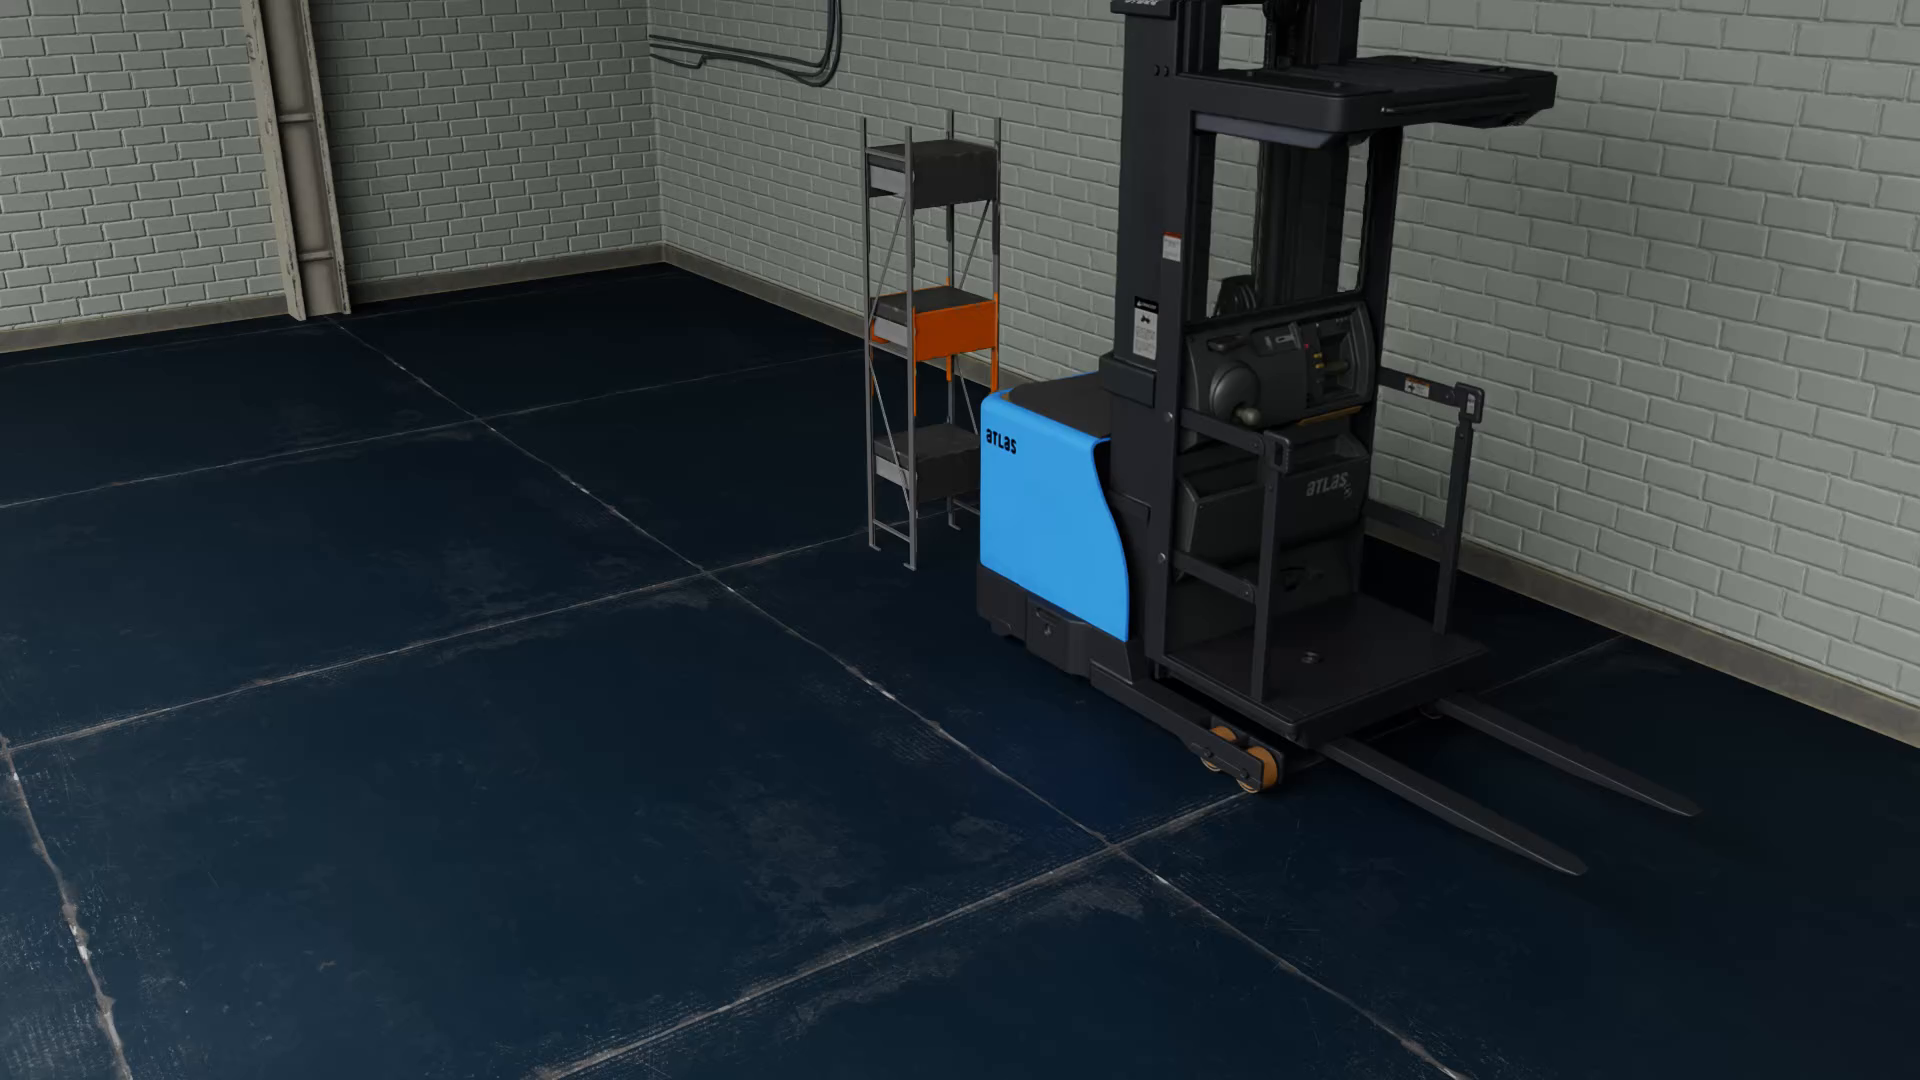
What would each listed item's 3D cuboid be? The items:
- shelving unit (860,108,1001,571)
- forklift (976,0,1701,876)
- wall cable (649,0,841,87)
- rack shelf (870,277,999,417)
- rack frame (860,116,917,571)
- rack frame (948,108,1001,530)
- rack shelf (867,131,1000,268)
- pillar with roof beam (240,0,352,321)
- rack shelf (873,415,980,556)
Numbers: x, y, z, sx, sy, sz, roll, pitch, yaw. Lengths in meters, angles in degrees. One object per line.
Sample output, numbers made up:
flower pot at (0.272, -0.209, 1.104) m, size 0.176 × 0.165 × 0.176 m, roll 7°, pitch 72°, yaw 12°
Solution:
shelving unit at (-0.134, -0.939, 7.917) m, size 0.503 × 2.100 × 0.431 m, roll -15°, pitch 26°, yaw -33°
forklift at (1.328, -0.640, 6.046) m, size 1.130 × 2.935 × 3.031 m, roll -15°, pitch 26°, yaw -32°
wall cable at (-1.750, -4.720, 12.272) m, size 0.112 × 2.526 × 3.097 m, roll -15°, pitch 26°, yaw -33°
rack shelf at (-0.134, -0.927, 7.922) m, size 0.480 × 0.518 × 0.431 m, roll -15°, pitch 26°, yaw -33°
rack frame at (-0.332, -0.887, 7.785) m, size 0.015 × 2.100 × 0.400 m, roll -15°, pitch 26°, yaw -33°
rack frame at (0.064, -0.992, 8.050) m, size 0.015 × 2.100 × 0.400 m, roll -15°, pitch 26°, yaw -33°
rack shelf at (-0.134, -1.577, 7.663) m, size 0.480 × 0.518 × 0.431 m, roll -15°, pitch 26°, yaw -33°
pillar with roof beam at (-2.399, -4.627, 7.850) m, size 0.400 × 9.000 × 9.100 m, roll -15°, pitch 26°, yaw -33°
rack shelf at (-0.134, -0.277, 8.182) m, size 0.480 × 0.518 × 0.431 m, roll -15°, pitch 26°, yaw -33°
